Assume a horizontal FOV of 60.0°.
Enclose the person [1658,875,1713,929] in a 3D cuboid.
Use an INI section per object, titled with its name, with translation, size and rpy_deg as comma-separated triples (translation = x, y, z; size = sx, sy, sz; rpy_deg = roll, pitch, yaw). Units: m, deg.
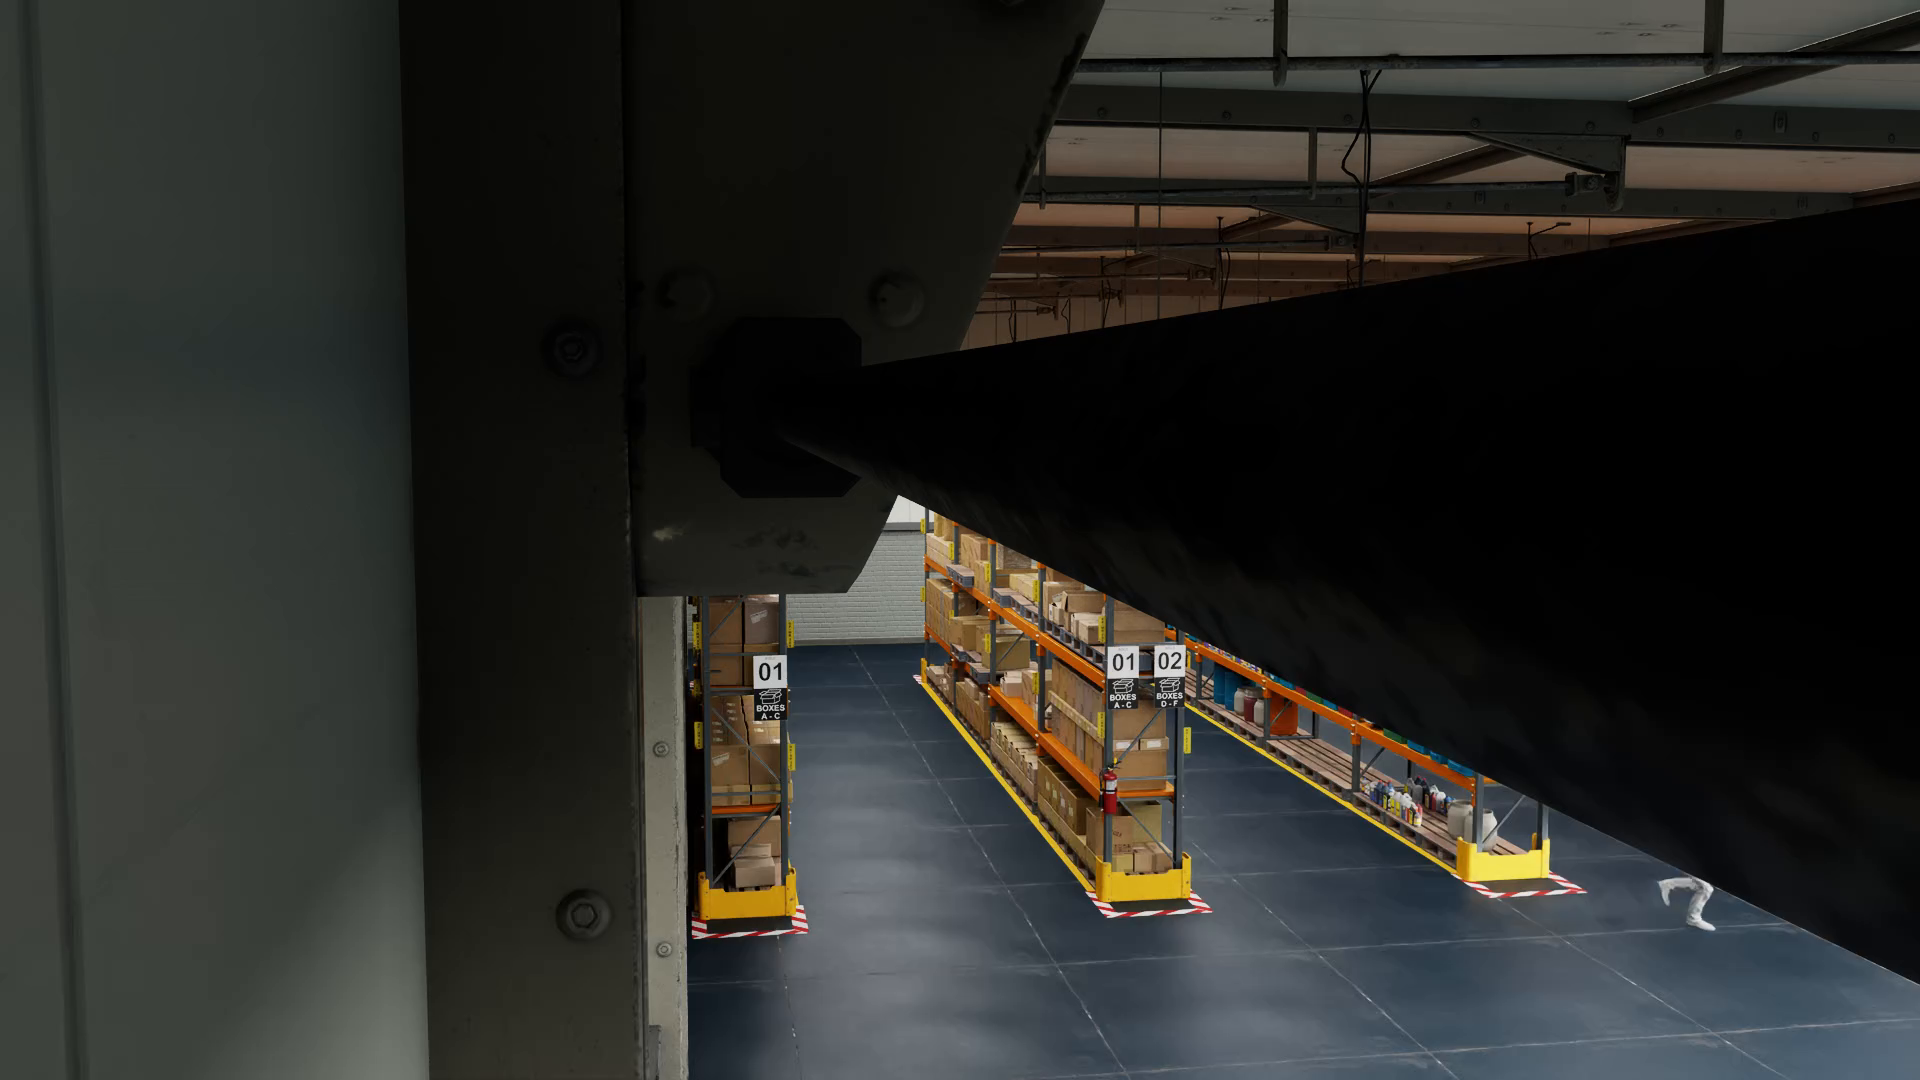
[person]
translation = 8.685, 3.750, 19.733
size = 0.714, 1.733, 0.723
rpy_deg = 2, 5, 23
